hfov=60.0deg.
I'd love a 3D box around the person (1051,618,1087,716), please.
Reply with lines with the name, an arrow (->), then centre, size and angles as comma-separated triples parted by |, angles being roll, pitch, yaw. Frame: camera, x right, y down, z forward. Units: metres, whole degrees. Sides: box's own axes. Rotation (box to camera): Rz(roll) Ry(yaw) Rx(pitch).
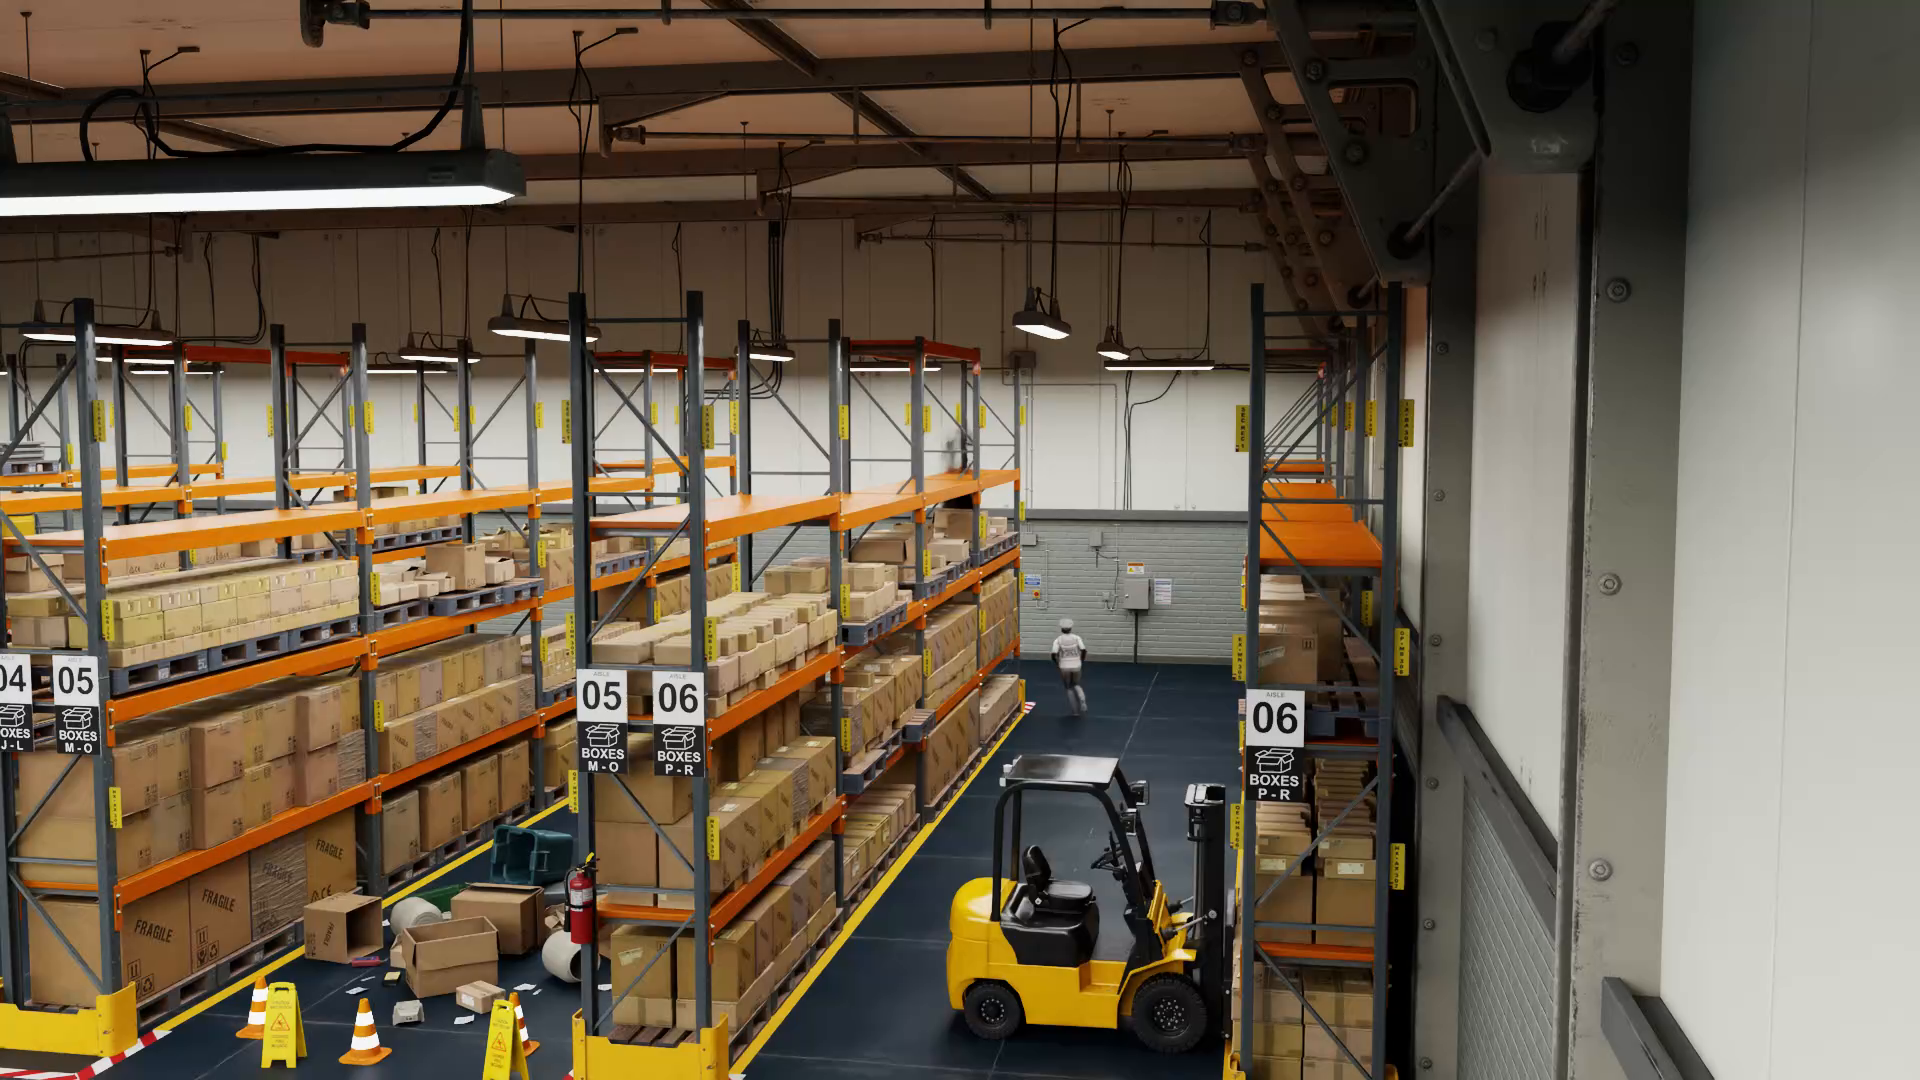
person -> 1.801, 2.121, 27.674 | 0.577, 1.640, 0.546 | -1, 5, -9
